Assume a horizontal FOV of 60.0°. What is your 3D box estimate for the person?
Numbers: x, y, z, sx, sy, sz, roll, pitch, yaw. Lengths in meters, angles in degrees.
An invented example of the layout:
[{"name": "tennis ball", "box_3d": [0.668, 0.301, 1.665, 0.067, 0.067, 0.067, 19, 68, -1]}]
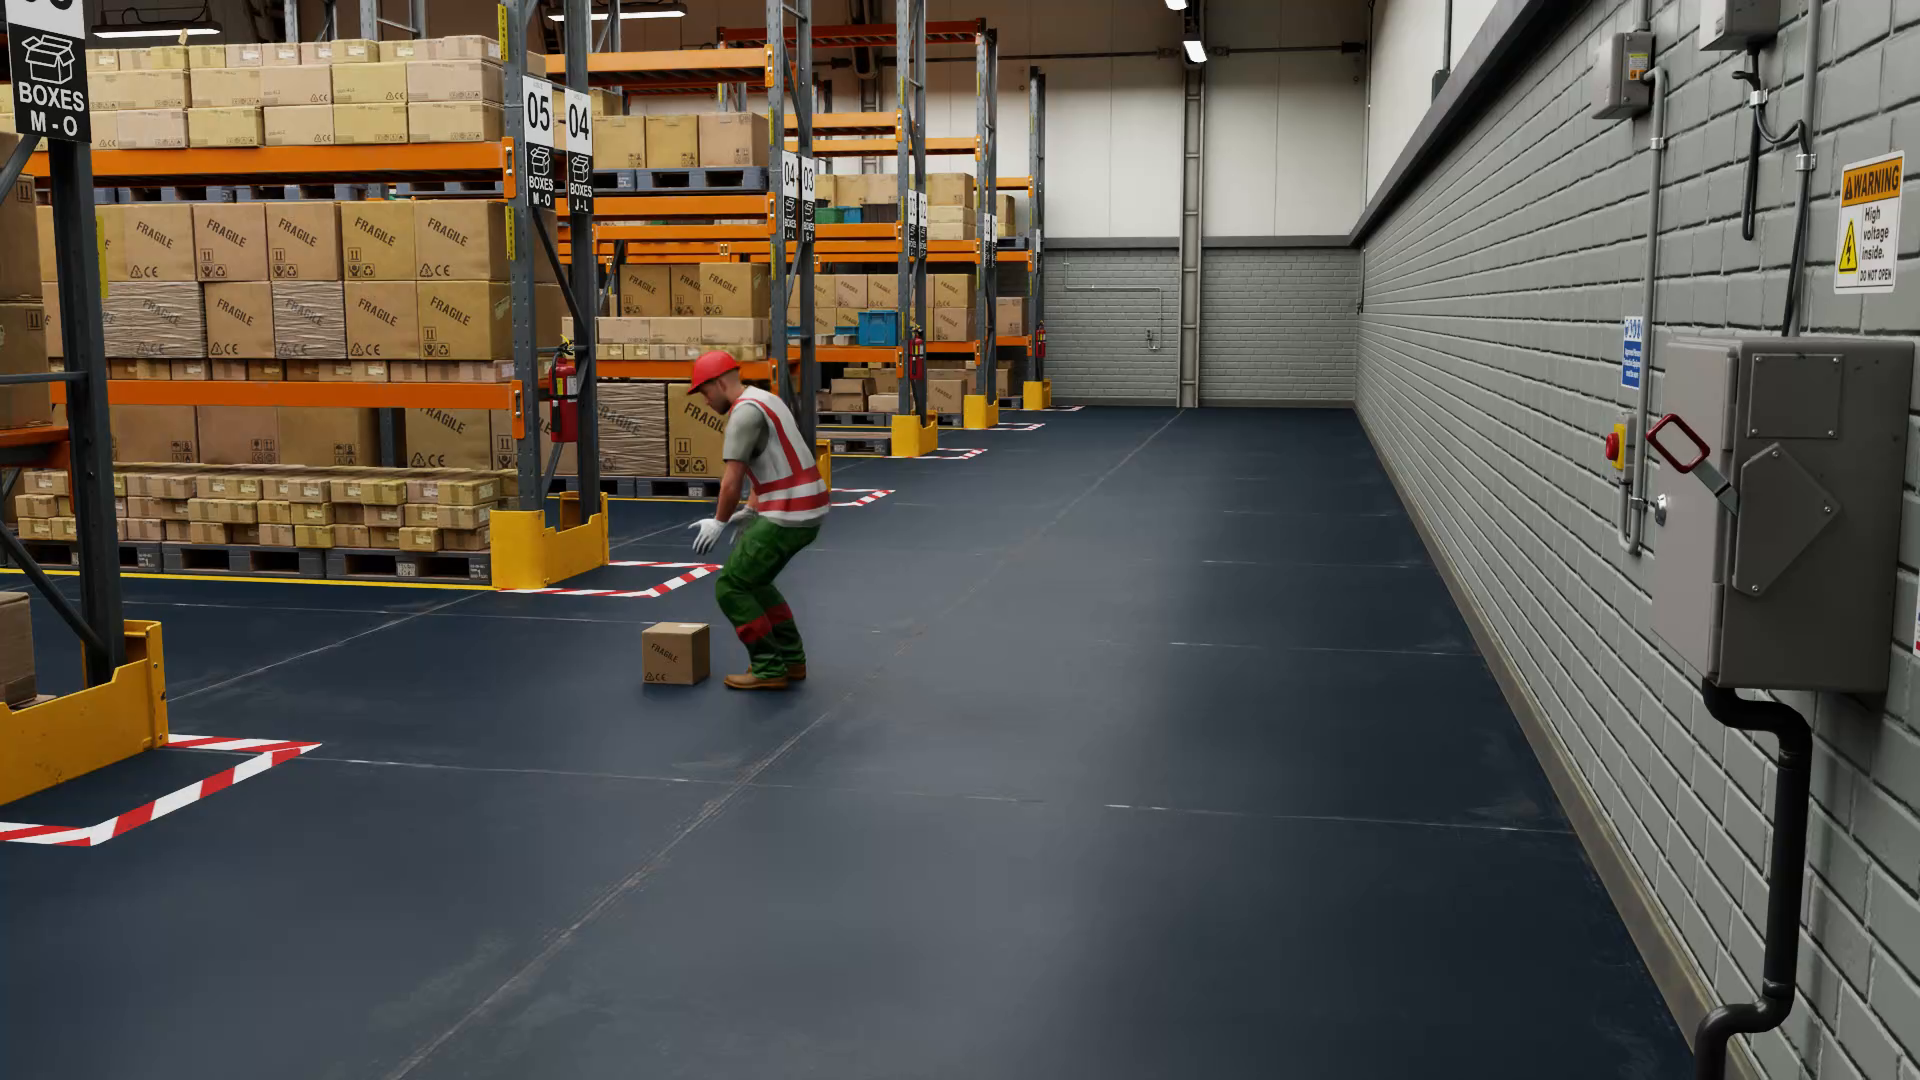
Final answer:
[{"name": "person", "box_3d": [-0.956, -0.095, 7.821, 0.647, 1.580, 0.575, 2, 8, 12]}]
